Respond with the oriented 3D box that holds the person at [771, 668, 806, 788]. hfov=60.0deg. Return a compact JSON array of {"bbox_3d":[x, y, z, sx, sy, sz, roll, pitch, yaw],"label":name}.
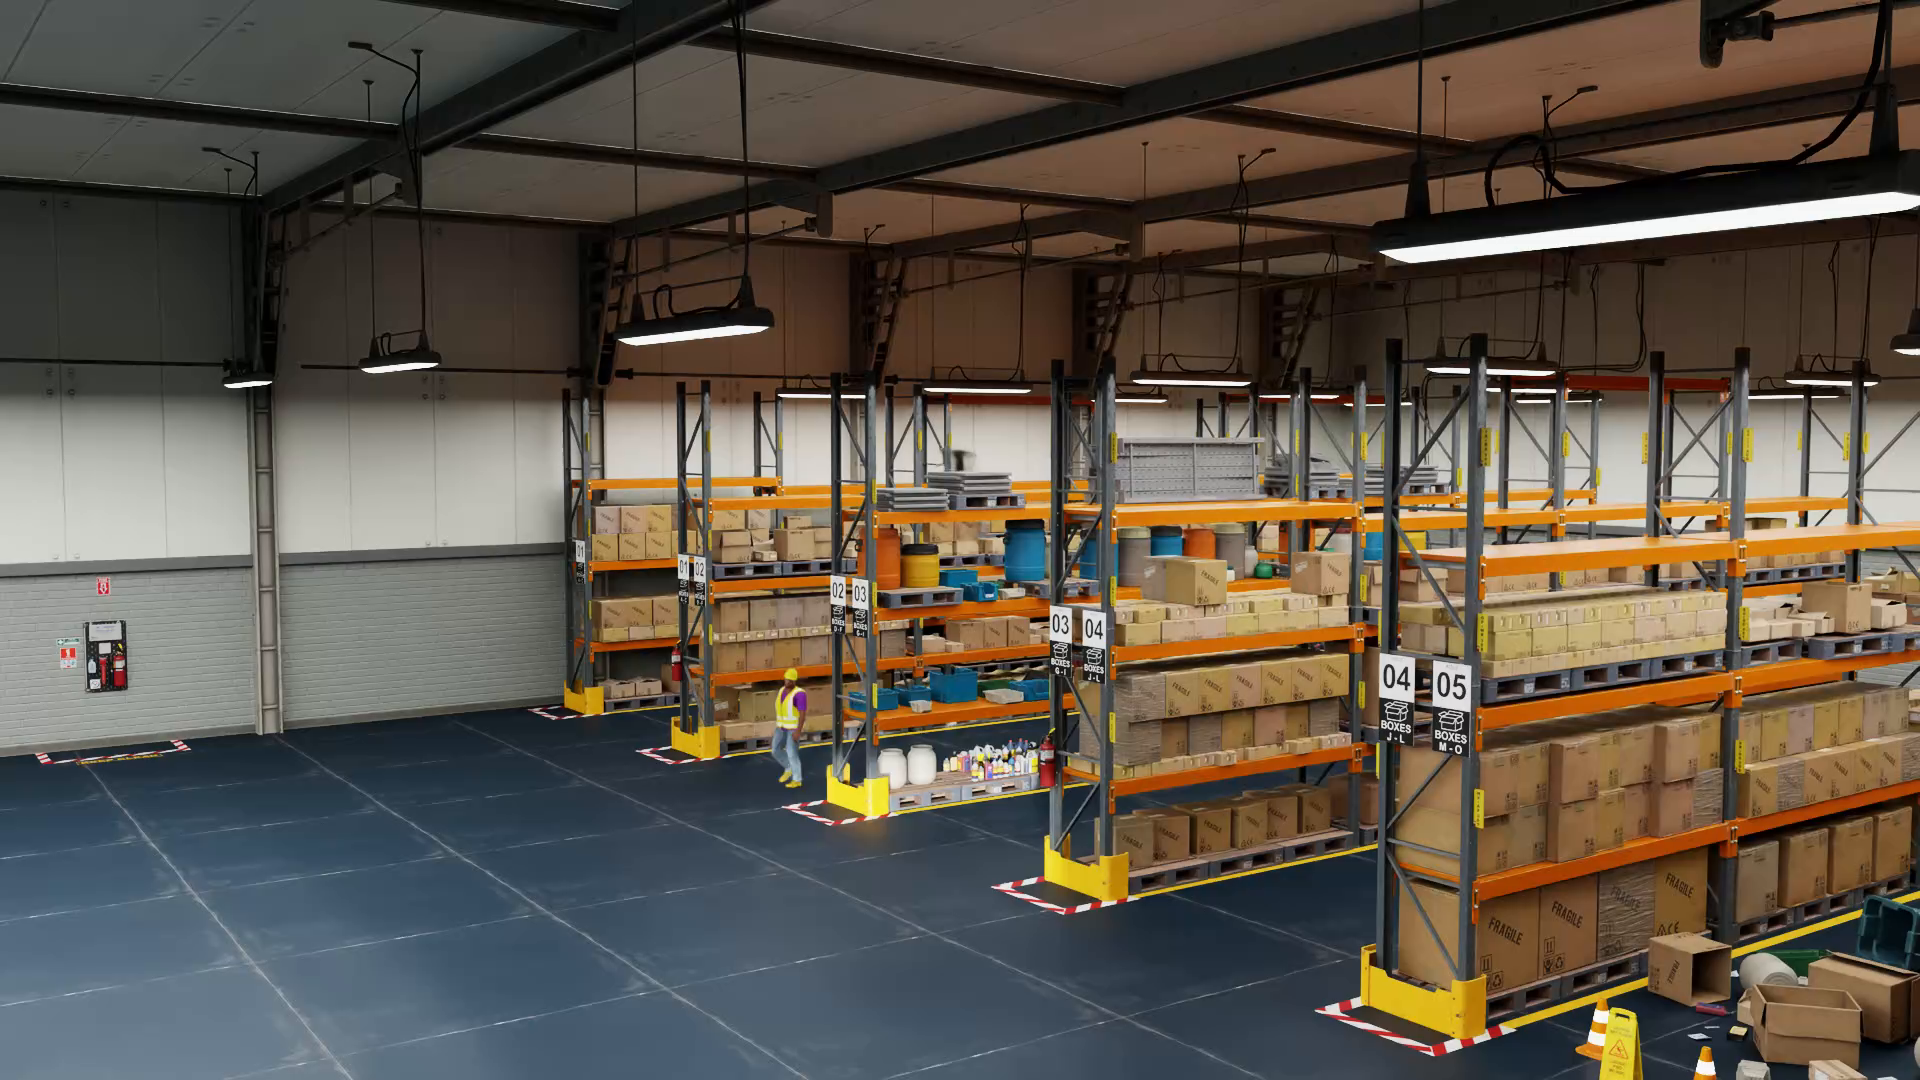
[{"bbox_3d":[-2.473,2.721,24.131,0.660,1.740,0.453,3,5,38],"label":"person"}]
